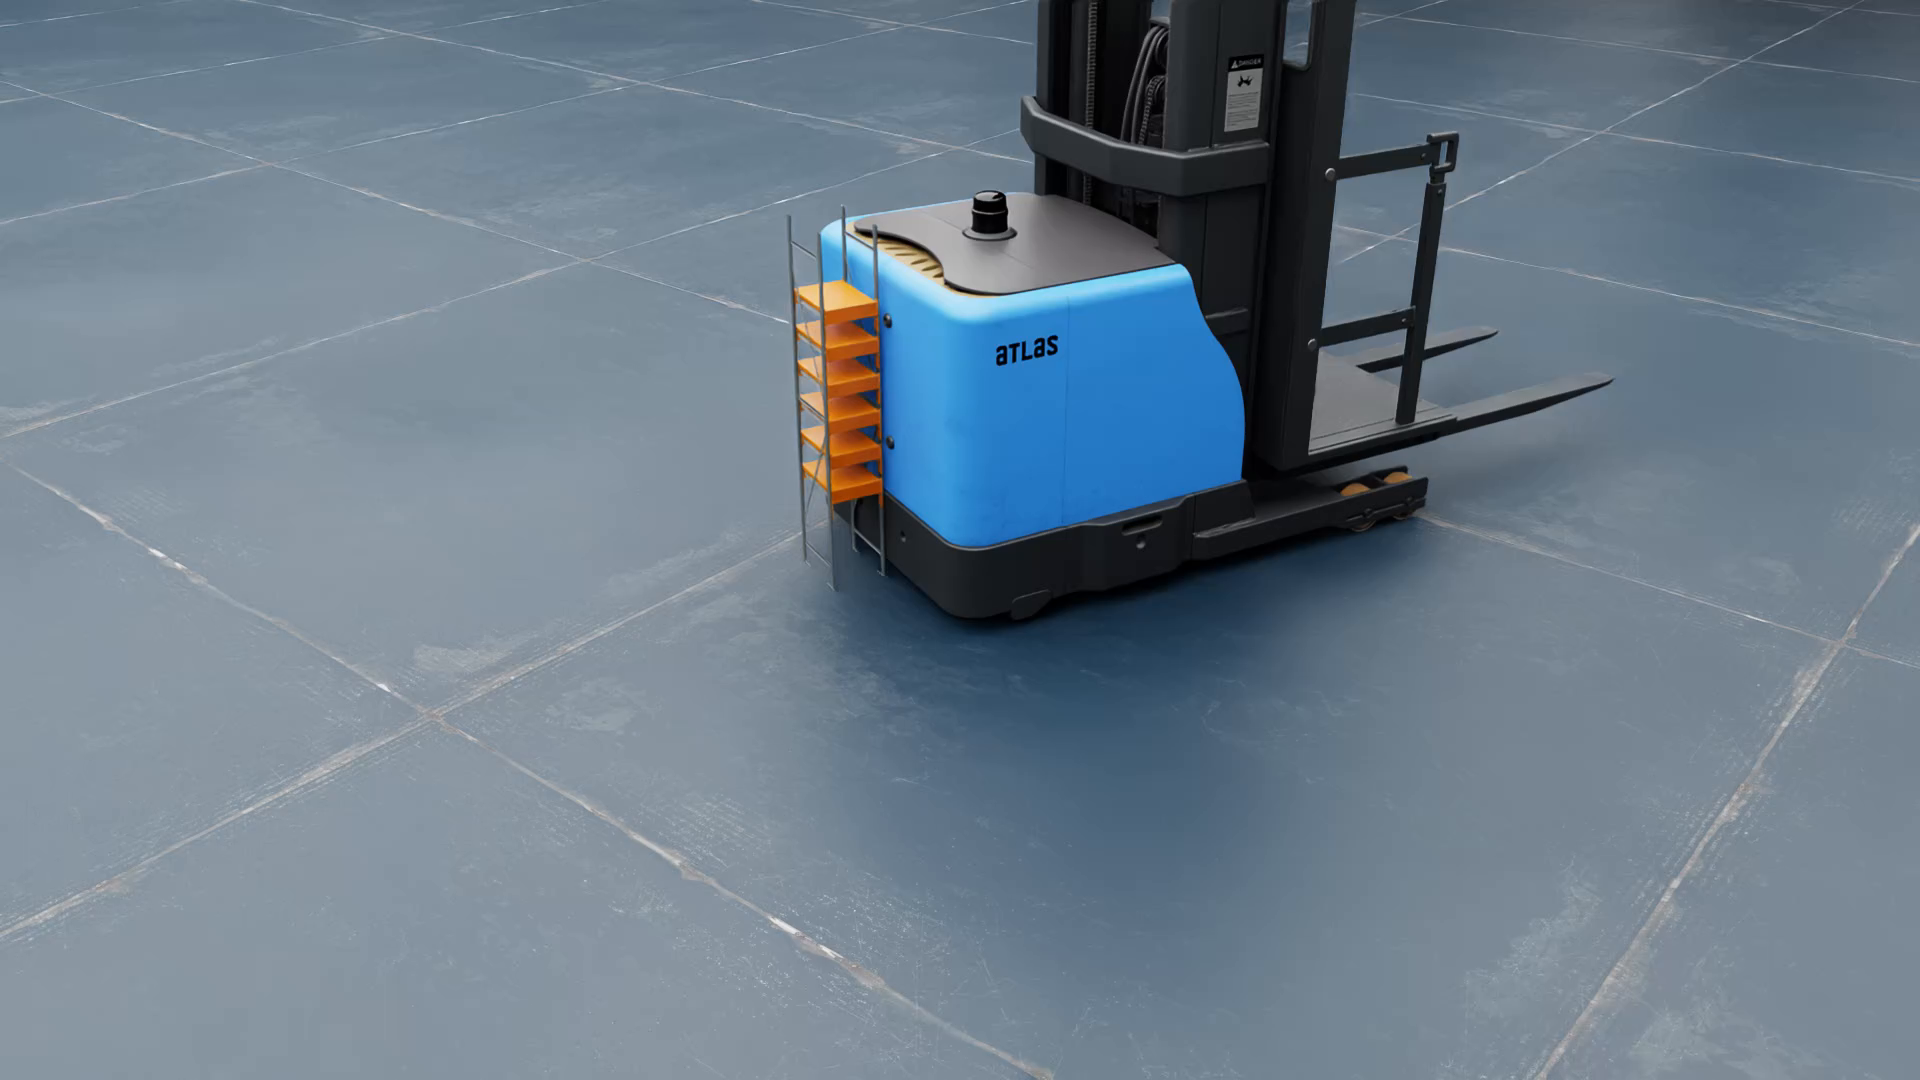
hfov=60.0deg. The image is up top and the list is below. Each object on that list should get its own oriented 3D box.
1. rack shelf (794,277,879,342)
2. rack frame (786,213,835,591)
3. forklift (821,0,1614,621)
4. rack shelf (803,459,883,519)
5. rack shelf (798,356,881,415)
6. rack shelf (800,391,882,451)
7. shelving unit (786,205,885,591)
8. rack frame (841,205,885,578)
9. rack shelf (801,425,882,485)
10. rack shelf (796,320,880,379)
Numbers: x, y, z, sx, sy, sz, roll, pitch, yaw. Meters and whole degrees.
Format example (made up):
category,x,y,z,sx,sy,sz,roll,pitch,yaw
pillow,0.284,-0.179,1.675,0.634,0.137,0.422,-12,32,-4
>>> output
category,x,y,z,sx,sy,sz,roll,pitch,yaw
rack shelf,-0.388,-0.714,5.138,0.180,0.103,0.258,-14,31,-26
rack frame,-0.468,-0.413,5.243,0.006,1.200,0.240,-14,31,-26
forklift,1.067,-1.527,5.512,3.031,2.935,1.130,-14,31,-26
rack shelf,-0.388,-0.181,5.413,0.180,0.103,0.258,-14,31,-26
rack shelf,-0.388,-0.501,5.248,0.180,0.103,0.258,-14,31,-26
rack shelf,-0.388,-0.394,5.303,0.180,0.103,0.258,-14,31,-26
shelving unit,-0.388,-0.434,5.283,0.189,1.200,0.258,-14,31,-26
rack frame,-0.308,-0.454,5.322,0.006,1.200,0.240,-14,31,-26
rack shelf,-0.388,-0.288,5.358,0.180,0.103,0.258,-14,31,-26
rack shelf,-0.388,-0.607,5.193,0.180,0.103,0.258,-14,31,-26
